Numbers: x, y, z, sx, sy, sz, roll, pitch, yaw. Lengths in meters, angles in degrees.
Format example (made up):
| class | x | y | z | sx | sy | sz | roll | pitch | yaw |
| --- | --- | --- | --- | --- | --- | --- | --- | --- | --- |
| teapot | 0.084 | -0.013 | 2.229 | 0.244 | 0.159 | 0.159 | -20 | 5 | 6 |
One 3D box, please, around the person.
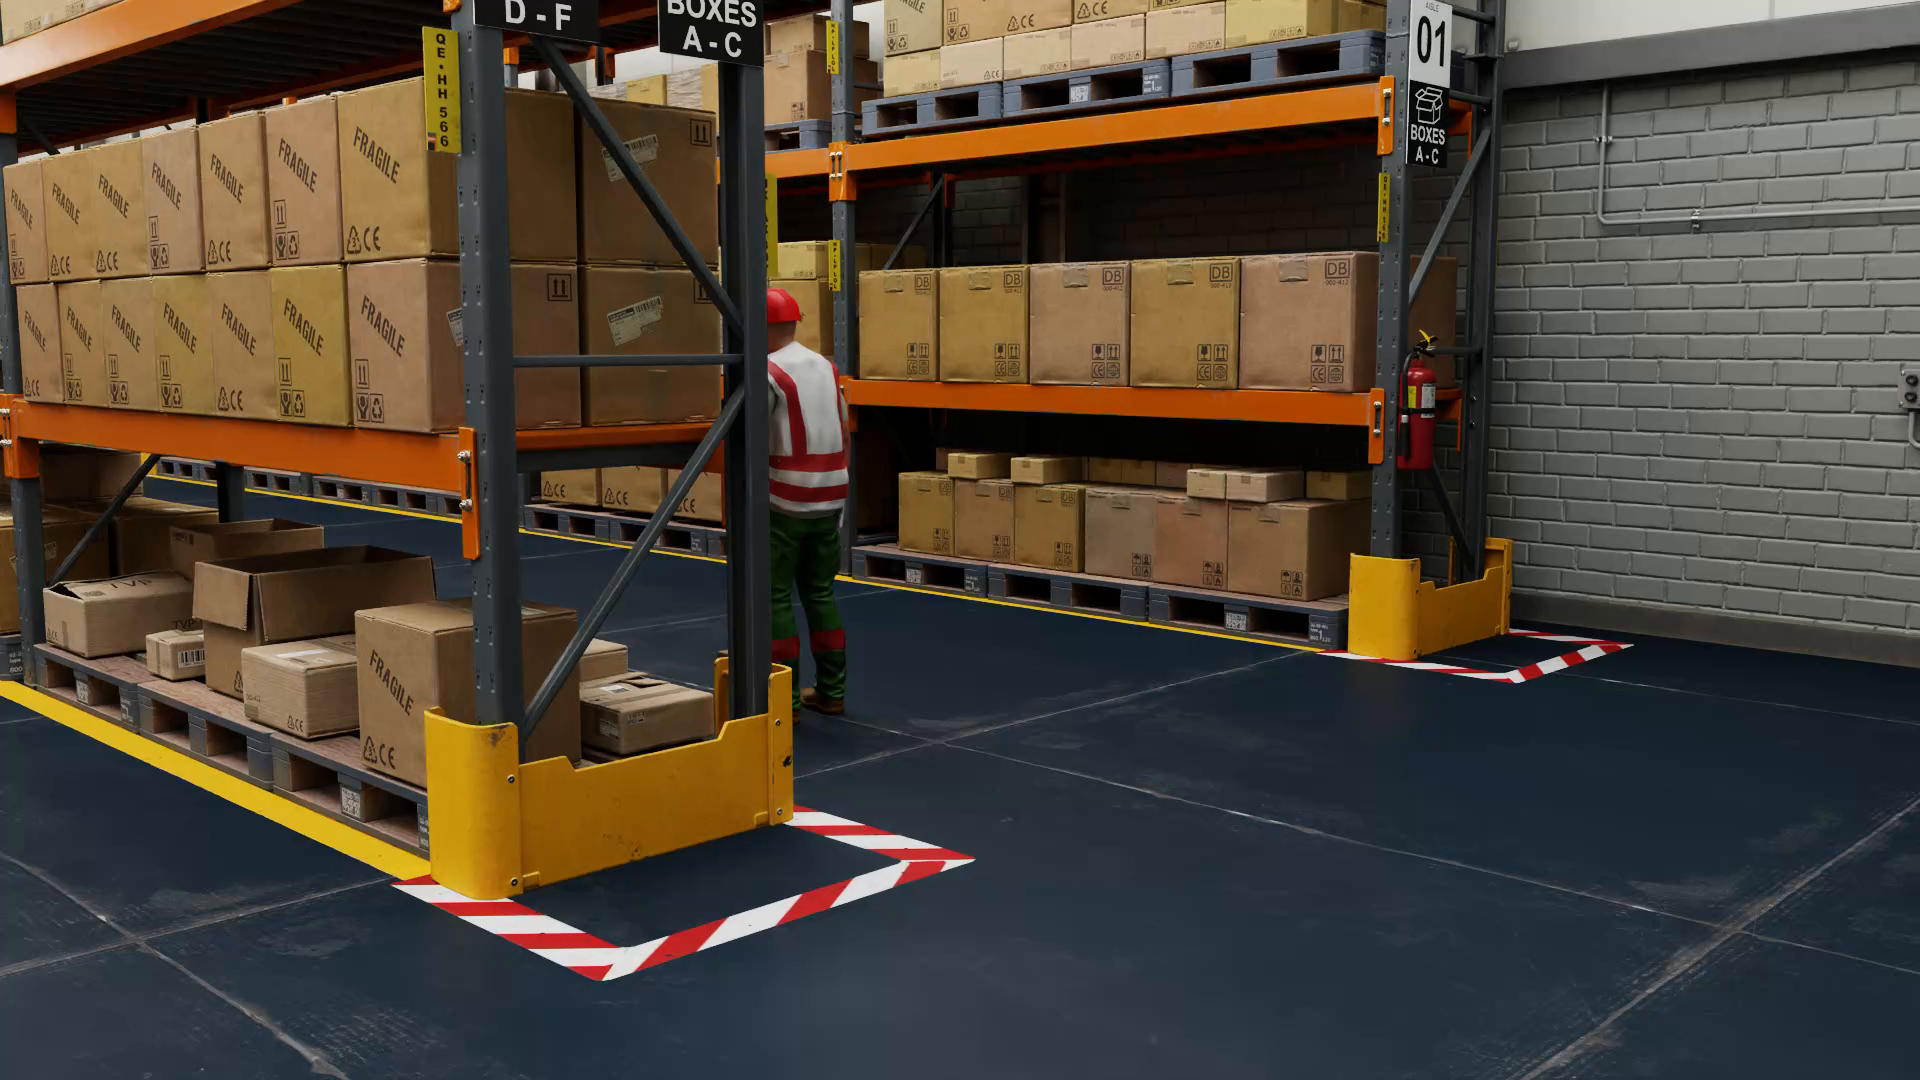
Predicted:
| class | x | y | z | sx | sy | sz | roll | pitch | yaw |
| --- | --- | --- | --- | --- | --- | --- | --- | --- | --- |
| person | -0.696 | -0.142 | 6.860 | 0.451 | 1.778 | 0.611 | 6 | 9 | 40 |
